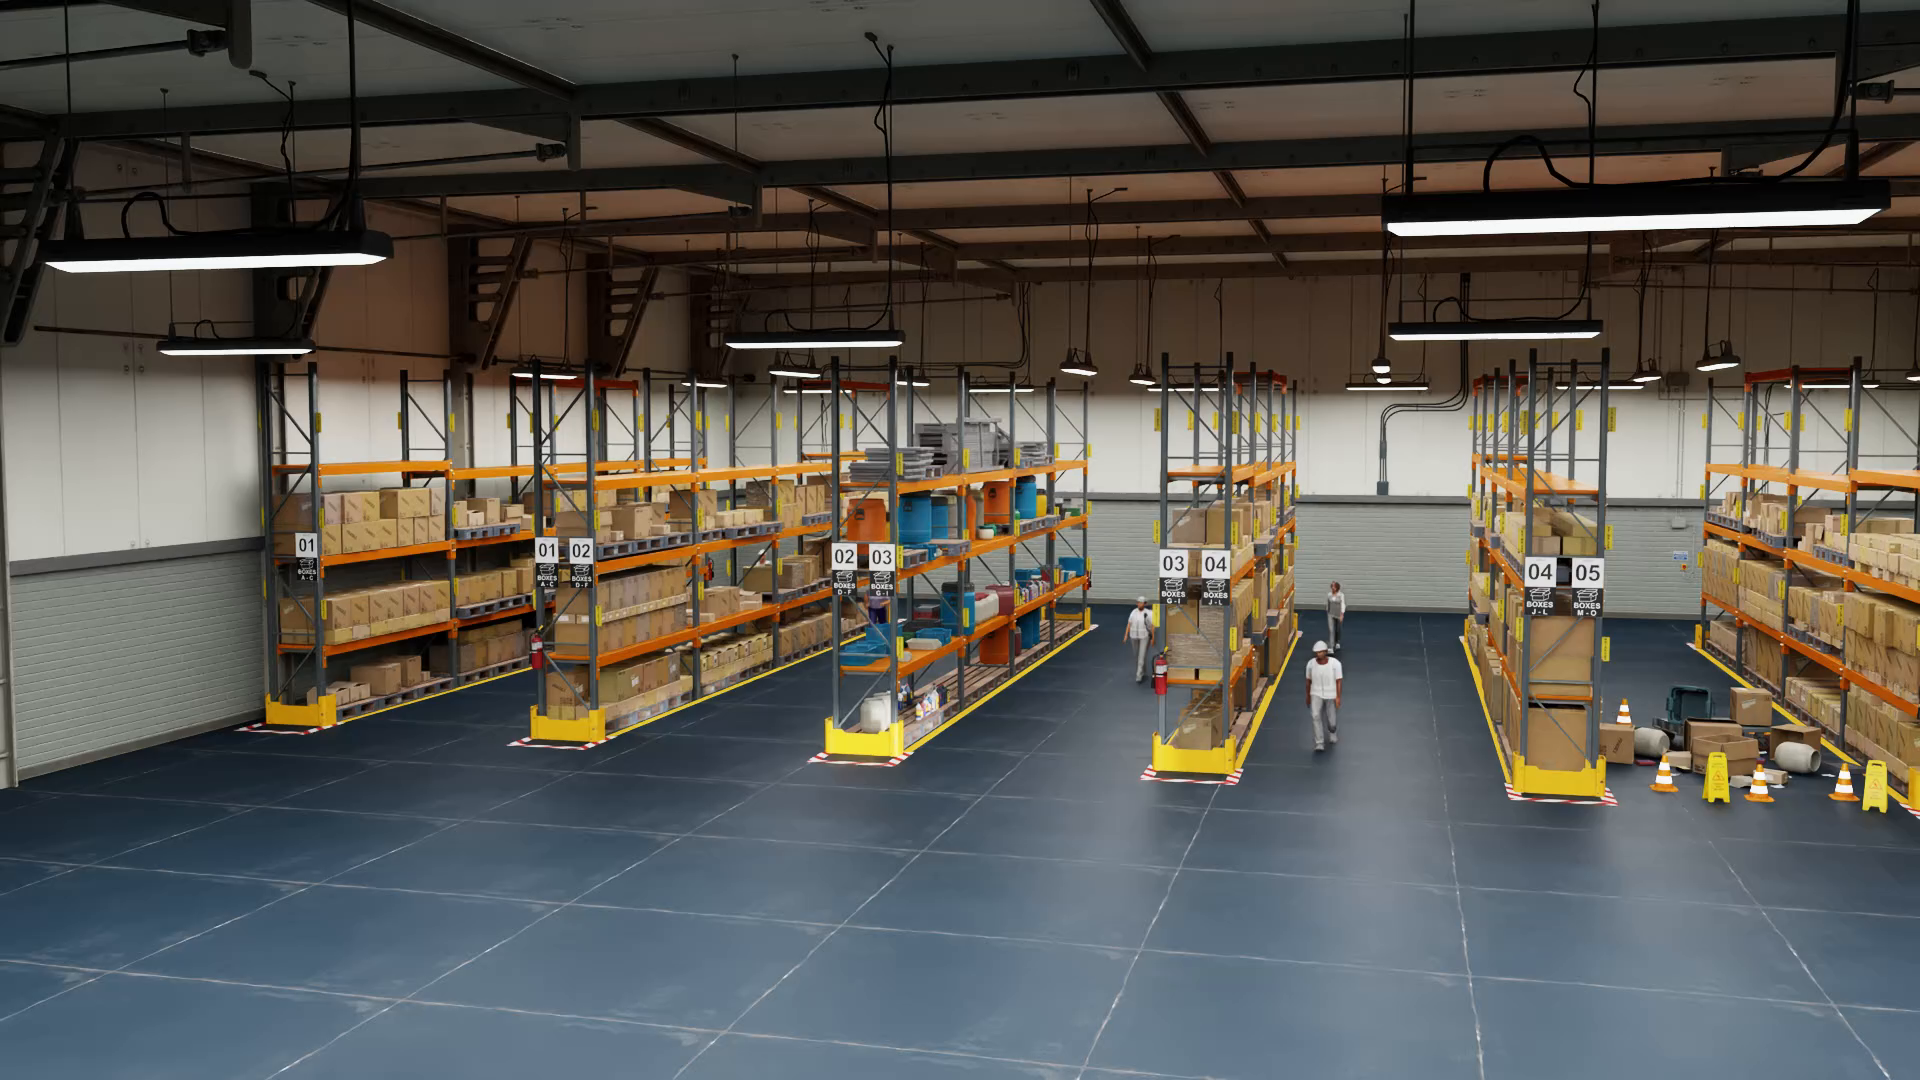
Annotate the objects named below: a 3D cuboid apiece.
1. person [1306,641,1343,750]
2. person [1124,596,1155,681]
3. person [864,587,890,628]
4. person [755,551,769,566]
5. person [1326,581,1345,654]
[{"bbox_3d":[5.597,2.378,25.604,0.565,1.656,1.039,1,4,19],"label":"person"},{"bbox_3d":[3.491,1.907,32.398,0.546,1.600,1.007,2,4,25],"label":"person"},{"bbox_3d":[-1.810,1.622,36.765,0.608,1.646,0.918,0,4,4],"label":"person"},{"bbox_3d":[-5.087,1.131,42.415,0.535,1.725,1.068,1,4,18],"label":"person"},{"bbox_3d":[8.164,1.665,36.153,0.400,1.539,0.972,1,4,13],"label":"person"}]
